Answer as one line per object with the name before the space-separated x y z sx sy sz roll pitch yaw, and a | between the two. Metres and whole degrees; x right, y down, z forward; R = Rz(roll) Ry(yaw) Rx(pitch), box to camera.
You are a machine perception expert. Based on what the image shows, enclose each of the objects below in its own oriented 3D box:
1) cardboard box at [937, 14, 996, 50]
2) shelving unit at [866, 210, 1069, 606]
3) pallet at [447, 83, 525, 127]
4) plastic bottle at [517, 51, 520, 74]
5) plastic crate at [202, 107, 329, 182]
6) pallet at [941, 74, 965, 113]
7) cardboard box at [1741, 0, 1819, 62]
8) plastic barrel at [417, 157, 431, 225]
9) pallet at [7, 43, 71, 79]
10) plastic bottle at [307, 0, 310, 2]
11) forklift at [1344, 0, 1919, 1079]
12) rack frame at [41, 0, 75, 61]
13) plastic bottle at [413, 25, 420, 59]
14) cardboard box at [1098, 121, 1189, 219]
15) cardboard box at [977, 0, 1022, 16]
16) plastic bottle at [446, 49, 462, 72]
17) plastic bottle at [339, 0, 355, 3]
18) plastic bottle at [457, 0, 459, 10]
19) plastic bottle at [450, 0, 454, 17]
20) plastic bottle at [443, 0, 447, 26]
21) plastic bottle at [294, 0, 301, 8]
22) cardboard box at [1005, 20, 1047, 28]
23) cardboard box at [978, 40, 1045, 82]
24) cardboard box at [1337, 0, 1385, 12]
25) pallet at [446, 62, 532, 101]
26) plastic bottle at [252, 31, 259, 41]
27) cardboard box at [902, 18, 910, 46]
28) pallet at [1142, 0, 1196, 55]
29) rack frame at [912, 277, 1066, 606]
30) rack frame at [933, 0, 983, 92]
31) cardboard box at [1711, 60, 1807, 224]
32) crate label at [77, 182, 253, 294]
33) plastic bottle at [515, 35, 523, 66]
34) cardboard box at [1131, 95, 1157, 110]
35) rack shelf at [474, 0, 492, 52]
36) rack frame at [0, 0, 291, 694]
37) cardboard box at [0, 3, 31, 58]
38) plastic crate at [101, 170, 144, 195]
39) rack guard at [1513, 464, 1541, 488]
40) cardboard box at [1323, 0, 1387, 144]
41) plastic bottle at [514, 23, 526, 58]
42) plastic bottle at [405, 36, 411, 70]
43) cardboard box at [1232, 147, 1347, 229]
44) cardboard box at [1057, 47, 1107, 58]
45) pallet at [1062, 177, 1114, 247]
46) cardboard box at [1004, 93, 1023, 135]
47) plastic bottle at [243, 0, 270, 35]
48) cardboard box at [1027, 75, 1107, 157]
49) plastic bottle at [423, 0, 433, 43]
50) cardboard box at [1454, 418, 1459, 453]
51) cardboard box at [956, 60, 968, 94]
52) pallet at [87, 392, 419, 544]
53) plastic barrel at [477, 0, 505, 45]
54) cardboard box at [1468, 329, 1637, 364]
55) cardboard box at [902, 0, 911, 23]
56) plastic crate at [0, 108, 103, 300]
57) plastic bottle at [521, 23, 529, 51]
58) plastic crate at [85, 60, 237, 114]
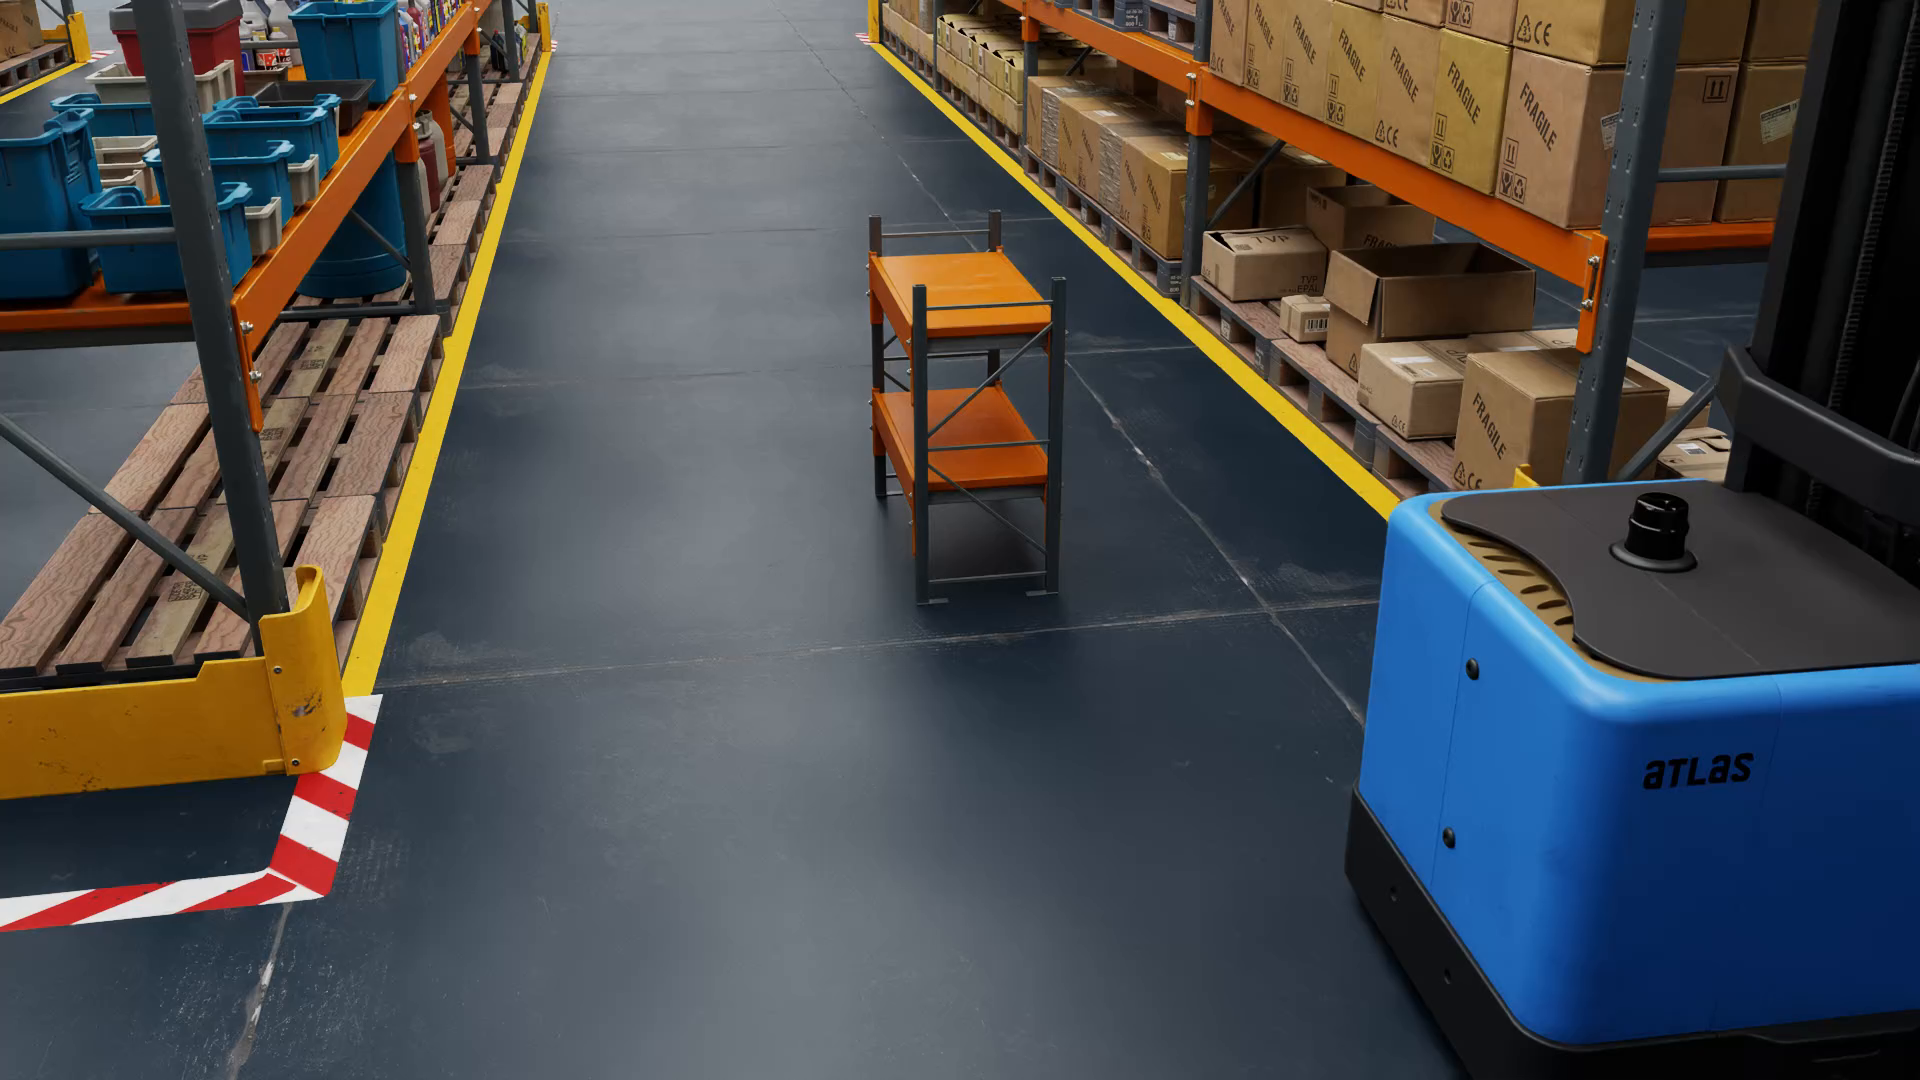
cardboard box | 0.072 -4.841 15.796 0.500 0.311 0.500 -4 24 -10
shelving unit | 0.001 -0.513 6.019 0.538 1.125 1.048 -4 24 -10
pallet | -4.445 -3.884 14.878 1.003 0.211 1.213 -4 24 -10
plastic bottle | -4.257 -4.577 15.840 0.097 0.271 0.097 0 24 0
plastic crate | -2.375 -1.338 5.699 0.416 0.233 0.300 -4 24 -10
pallet | 0.415 -4.268 15.758 1.003 0.211 1.213 -4 24 -10
cardboard box | 2.636 -1.811 5.274 0.500 0.500 0.500 -4 24 -8
plastic barrel | -3.381 -2.096 9.884 0.421 0.512 0.421 0 24 0
pallet | -10.106 -5.044 17.536 1.003 0.211 1.213 -4 24 -10
plastic bottle | -3.870 -3.098 9.750 0.152 0.276 0.135 -4 24 -10
forklift | 2.525 -0.364 3.422 3.031 2.935 1.130 -4 24 -8
rack frame | -10.236 -6.674 17.784 1.000 3.000 0.127 -4 24 -10
plastic bottle | -2.941 -2.670 8.863 0.097 0.201 0.097 0 24 0
cardboard box | 1.171 -2.307 10.358 0.500 0.500 0.500 -4 24 -9
cardboard box | 0.462 -5.314 16.644 0.500 0.500 0.500 -4 24 -10
plastic bottle | -4.889 -4.698 16.019 0.144 0.351 0.185 -4 24 -10
plastic bottle | -3.922 -3.443 10.635 0.097 0.201 0.097 0 24 0
plastic bottle | -3.392 -3.629 11.059 0.097 0.201 0.097 0 24 0
plastic bottle | -3.313 -3.494 10.662 0.097 0.271 0.097 0 24 0
plastic bottle | -3.223 -3.270 10.238 0.097 0.201 0.097 0 24 0
plastic bottle | -3.606 -2.804 9.084 0.097 0.271 0.097 0 24 0
cardboard box | 0.699 -4.680 15.427 0.500 0.311 0.500 -4 24 -8
cardboard box | 0.448 -4.039 13.960 0.500 0.311 0.500 -4 24 -10
cardboard box | 1.817 -2.376 6.567 0.500 0.500 0.500 -4 24 -8
pallet | -4.712 -4.457 16.191 1.003 0.211 1.213 -4 24 -10
plastic bottle | -3.553 -2.461 8.386 0.097 0.201 0.097 0 24 0
cardboard box | -0.343 -5.521 18.054 0.500 0.250 0.500 -4 24 -10
pallet | 1.679 -2.920 9.429 1.003 0.211 1.213 -4 24 -10
rack frame | 0.095 -0.313 5.561 0.500 1.125 0.032 -4 24 -10
rack frame | 0.240 -5.833 15.857 1.000 3.000 0.127 -4 24 -10
cardboard box | 2.636 -1.352 5.474 0.500 0.500 0.500 -4 24 -9
crate label | -2.132 -0.820 4.513 0.416 0.233 0.303 -4 24 -10
plastic bottle | -4.370 -4.803 16.260 0.144 0.351 0.185 -4 24 -8
cardboard box | 1.479 -2.761 11.398 0.500 0.500 0.500 -5 24 -12
rack shelf | -4.259 -4.351 13.364 1.077 0.370 4.000 -4 24 -10
rack frame | -2.410 -0.747 4.214 1.000 3.000 0.127 -4 24 -10
cardboard box | -9.993 -5.242 17.102 0.500 0.500 0.500 2 24 4
plastic crate | -2.778 -1.076 5.221 0.396 0.136 0.243 -4 24 -10
rack guard | 2.445 0.003 5.618 1.175 0.500 0.348 -4 24 -10
cardboard box | 1.829 -1.913 6.757 0.500 0.500 0.500 -5 24 -10
plastic bottle | -4.484 -5.045 16.813 0.144 0.351 0.185 -4 24 -10
plastic bottle | -2.862 -2.502 8.479 0.097 0.201 0.097 0 24 0
cardboard box | 1.869 -1.950 9.541 0.500 0.500 0.500 -5 24 -12
cardboard box | 1.066 -3.882 13.602 0.500 0.311 0.500 -5 24 -11
pallet | 1.303 -2.206 11.037 1.003 0.211 1.213 -4 24 -10
cardboard box | 0.643 -3.380 13.153 0.500 0.250 0.500 -4 24 -8
plastic bottle | -3.641 -2.635 8.598 0.144 0.351 0.185 -4 24 -10
cardboard box | 0.783 -3.115 12.208 0.500 0.500 0.500 -3 24 -7
plastic bottle | -3.069 -2.975 9.475 0.097 0.271 0.097 0 24 0
cardboard box | 2.130 -0.377 6.356 0.380 0.166 0.250 -4 24 -10
cardboard box | 0.263 -4.183 14.991 0.500 0.250 0.500 -5 24 -11
pallet | -2.746 -0.276 6.617 1.003 0.211 1.213 -4 24 -10
plastic barrel | -5.079 -5.643 18.006 0.421 0.512 0.421 0 24 0
cardboard box | 2.452 -0.682 6.950 0.500 0.250 0.500 -4 24 -10
cardboard box | -0.344 -5.864 17.903 0.500 0.500 0.500 -4 24 -10
plastic crate | -2.655 -0.909 4.464 0.616 0.435 0.499 -4 24 -10
plastic bottle | -4.558 -5.263 17.397 0.061 0.283 0.133 -4 24 -8
plastic crate | -3.048 -1.680 6.421 0.437 0.282 0.530 -4 24 -10
